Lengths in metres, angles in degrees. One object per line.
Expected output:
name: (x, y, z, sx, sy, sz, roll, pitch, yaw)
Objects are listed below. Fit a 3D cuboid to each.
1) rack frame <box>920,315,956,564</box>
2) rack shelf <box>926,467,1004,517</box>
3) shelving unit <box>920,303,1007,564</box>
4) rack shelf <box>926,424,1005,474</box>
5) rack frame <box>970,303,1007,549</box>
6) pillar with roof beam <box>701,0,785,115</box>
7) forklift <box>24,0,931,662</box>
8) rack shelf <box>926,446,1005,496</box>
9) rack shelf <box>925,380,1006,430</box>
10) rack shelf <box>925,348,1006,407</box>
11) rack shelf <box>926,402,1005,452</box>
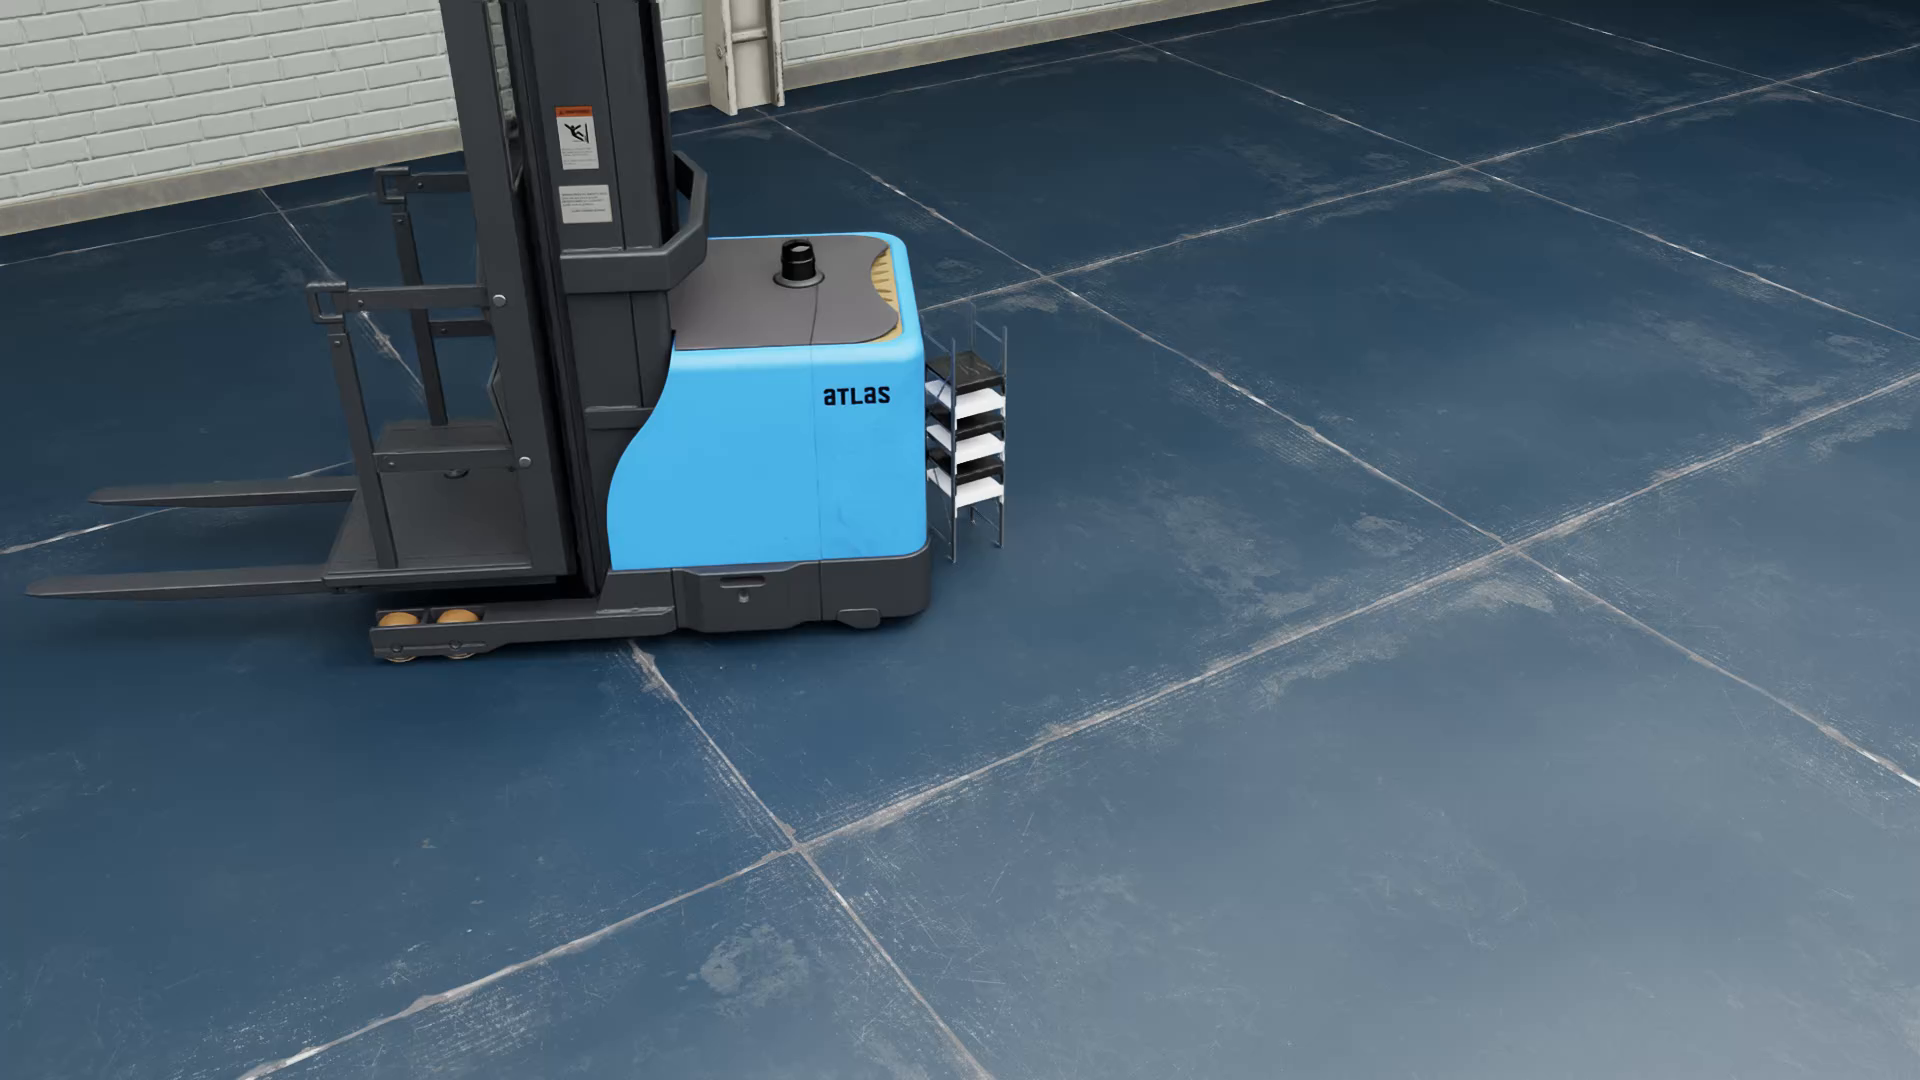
rack frame: (-0.077, -0.350, 5.962, 0.006, 0.900, 0.240, -17, 36, -25)
rack shelf: (0.011, -0.197, 6.118, 0.200, 0.077, 0.258, -17, 36, -25)
shelving unit: (0.011, -0.377, 6.004, 0.210, 0.900, 0.258, -17, 36, -25)
rack shelf: (0.011, -0.349, 6.022, 0.200, 0.077, 0.258, -17, 36, -25)
rack frame: (0.100, -0.404, 6.047, 0.006, 0.900, 0.240, -17, 36, -25)
pillar with roof beam: (0.963, -4.681, 5.236, 0.400, 9.000, 9.100, -19, 37, -27)
forklift: (-1.650, -1.125, 5.286, 3.031, 2.935, 1.130, -3, 32, -5)
rack shelf: (0.011, -0.273, 6.070, 0.200, 0.077, 0.258, -17, 36, -25)
rack shelf: (0.011, -0.501, 5.926, 0.200, 0.077, 0.258, -17, 36, -25)
rack shelf: (0.011, -0.577, 5.878, 0.200, 0.077, 0.258, -17, 36, -25)
rack shelf: (0.011, -0.425, 5.974, 0.200, 0.077, 0.258, -17, 36, -25)
